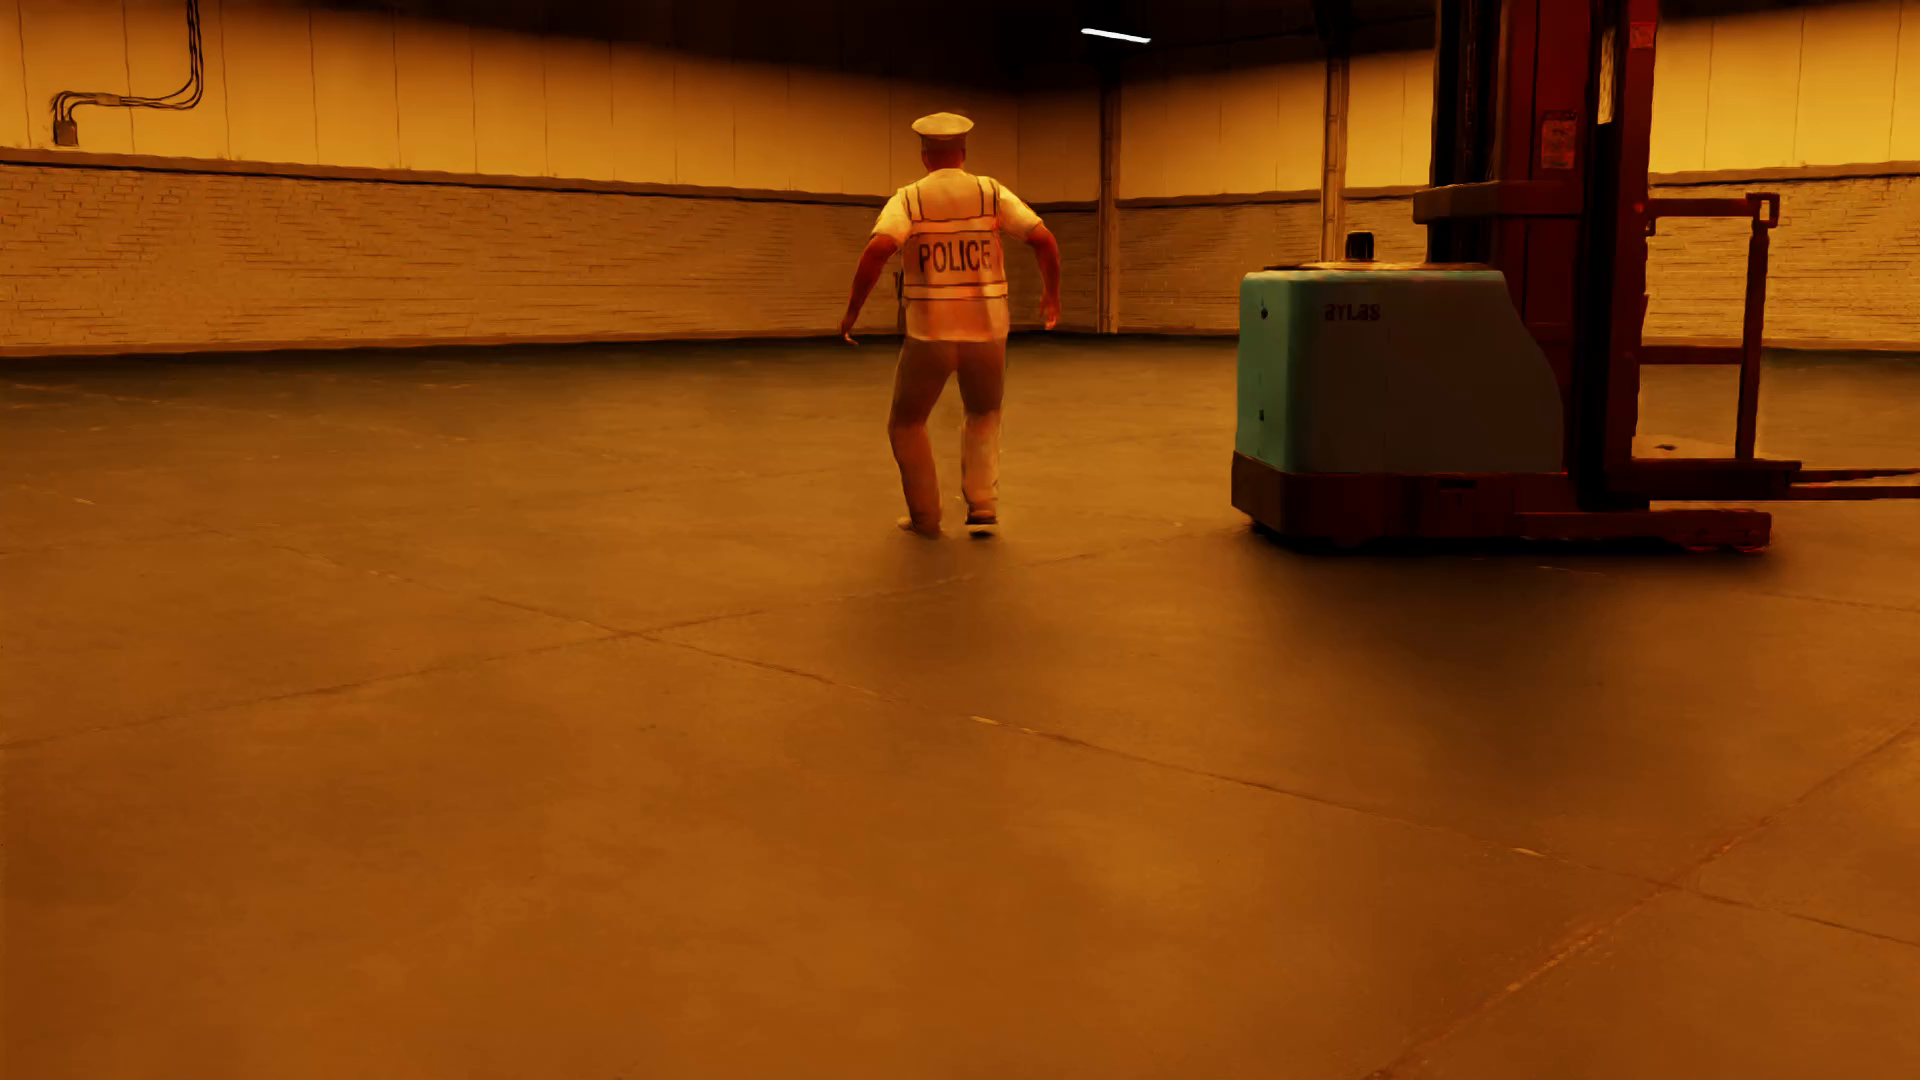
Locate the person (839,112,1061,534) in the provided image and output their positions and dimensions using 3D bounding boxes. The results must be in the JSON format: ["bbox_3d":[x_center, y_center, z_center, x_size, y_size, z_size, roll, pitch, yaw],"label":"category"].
[{"bbox_3d":[-0.038,-0.849,6.775,0.913,1.729,0.620,-1,9,-7],"label":"person"}]

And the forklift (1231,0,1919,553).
[{"bbox_3d":[2.718,-1.478,6.690,3.031,2.935,1.130,0,9,-3],"label":"forklift"}]
